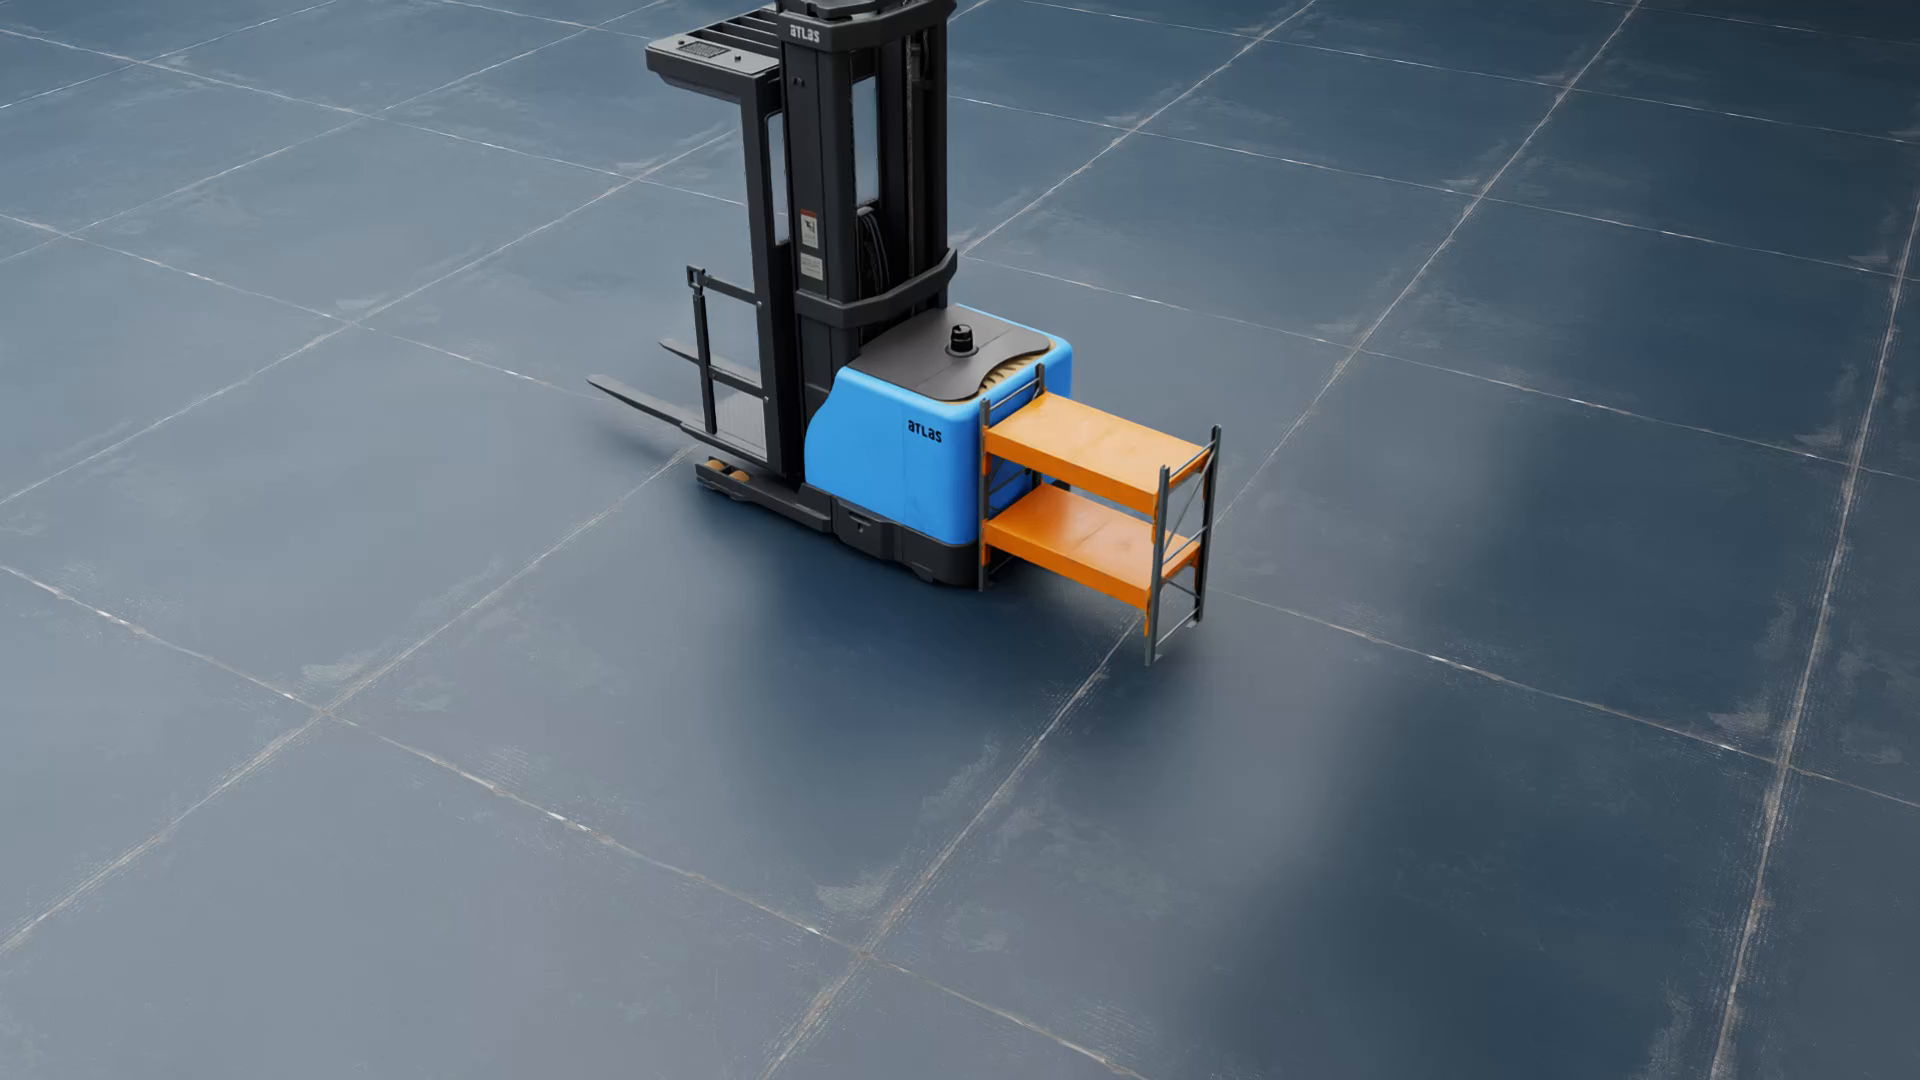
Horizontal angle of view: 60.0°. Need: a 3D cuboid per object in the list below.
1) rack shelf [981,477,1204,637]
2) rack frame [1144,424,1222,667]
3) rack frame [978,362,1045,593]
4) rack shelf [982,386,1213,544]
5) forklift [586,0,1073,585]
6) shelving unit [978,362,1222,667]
[{"bbox_3d":[0.662,0.068,8.345,1.000,0.278,0.538,23,40,31],"label":"rack shelf"},{"bbox_3d":[1.064,0.037,7.951,0.032,1.125,0.500,23,40,31],"label":"rack frame"},{"bbox_3d":[0.260,-0.308,8.469,0.032,1.125,0.500,23,40,31],"label":"rack frame"},{"bbox_3d":[0.662,-0.379,8.048,1.000,0.278,0.538,23,40,31],"label":"rack shelf"},{"bbox_3d":[-0.872,-1.648,8.852,3.031,2.935,1.130,23,40,31],"label":"forklift"},{"bbox_3d":[0.662,-0.136,8.210,1.048,1.125,0.538,23,40,31],"label":"shelving unit"}]
